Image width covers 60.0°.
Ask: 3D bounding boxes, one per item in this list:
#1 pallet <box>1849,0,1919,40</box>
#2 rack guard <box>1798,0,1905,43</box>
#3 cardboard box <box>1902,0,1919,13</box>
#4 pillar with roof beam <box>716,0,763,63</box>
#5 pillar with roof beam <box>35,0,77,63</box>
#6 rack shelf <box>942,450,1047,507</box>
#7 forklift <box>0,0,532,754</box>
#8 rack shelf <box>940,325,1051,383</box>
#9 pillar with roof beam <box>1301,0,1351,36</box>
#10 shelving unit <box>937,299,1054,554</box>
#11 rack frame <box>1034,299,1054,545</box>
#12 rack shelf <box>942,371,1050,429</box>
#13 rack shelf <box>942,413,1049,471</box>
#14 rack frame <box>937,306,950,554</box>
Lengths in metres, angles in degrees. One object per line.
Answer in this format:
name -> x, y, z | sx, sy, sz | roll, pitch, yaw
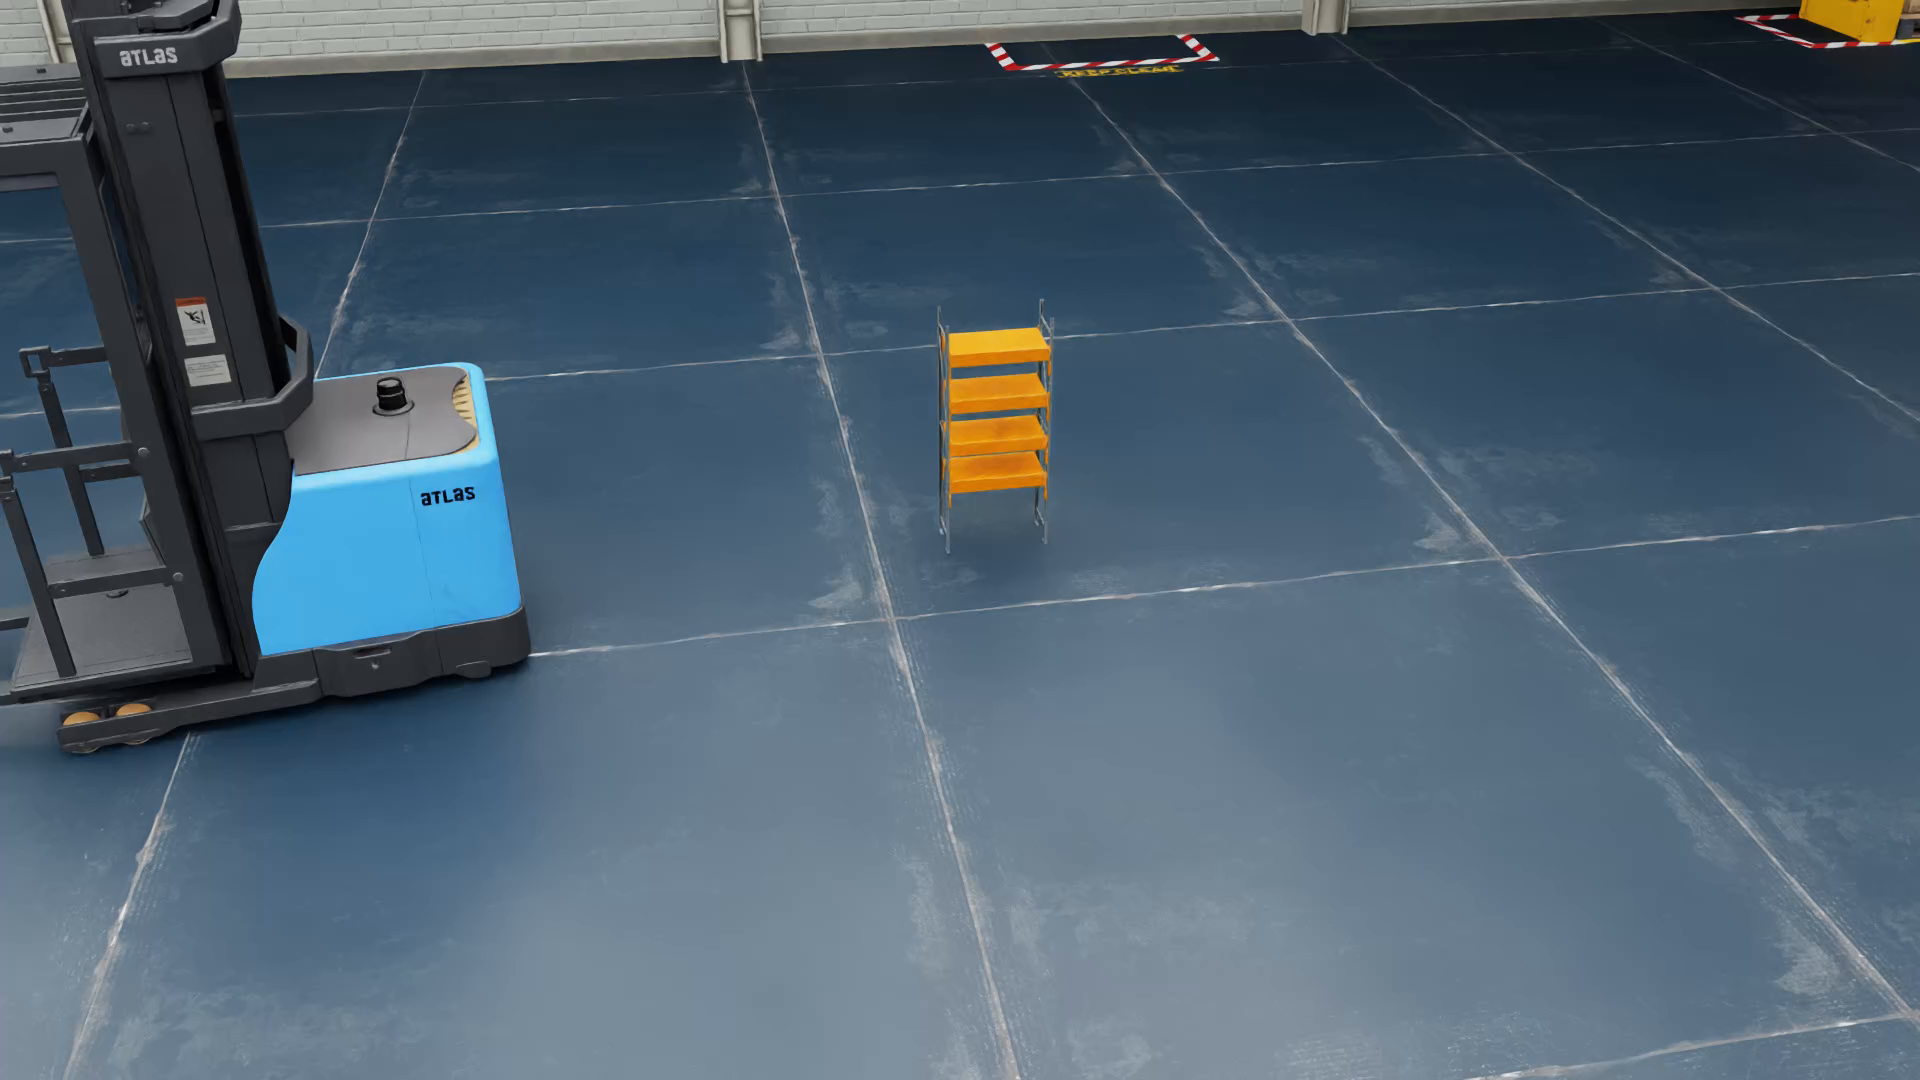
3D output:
pallet -> 10.011, -5.471, 17.347 | 1.213, 0.211, 1.003 | -5, 31, -9
rack guard -> 9.206, -5.539, 17.178 | 0.348, 0.500, 1.175 | -5, 31, -9
cardboard box -> 9.828, -5.659, 17.133 | 0.500, 0.311, 0.500 | -9, 32, -15
pillar with roof beam -> -1.364, -6.449, 10.340 | 0.400, 9.000, 9.100 | -5, 31, -9
pillar with roof beam -> -7.266, -5.902, 9.409 | 0.400, 9.000, 9.100 | -5, 31, -9
rack shelf -> 0.163, -0.303, 8.106 | 0.480, 0.148, 0.258 | -5, 31, -9
forklift -> -3.453, -0.695, 6.540 | 3.031, 2.935, 1.130 | -9, 32, -15
rack shelf -> 0.163, -0.871, 7.772 | 0.480, 0.148, 0.258 | -5, 31, -9
pillar with roof beam -> 4.537, -6.997, 11.272 | 0.400, 9.000, 9.100 | -5, 31, -9
shelving unit -> 0.163, -0.532, 7.972 | 0.503, 1.200, 0.258 | -5, 31, -9
rack frame -> 0.403, -0.555, 8.009 | 0.015, 1.200, 0.240 | -5, 31, -9
rack shelf -> 0.163, -0.667, 7.892 | 0.480, 0.148, 0.258 | -5, 31, -9
rack shelf -> 0.163, -0.474, 8.006 | 0.480, 0.148, 0.258 | -5, 31, -9
rack frame -> -0.077, -0.510, 7.934 | 0.015, 1.200, 0.240 | -5, 31, -9
